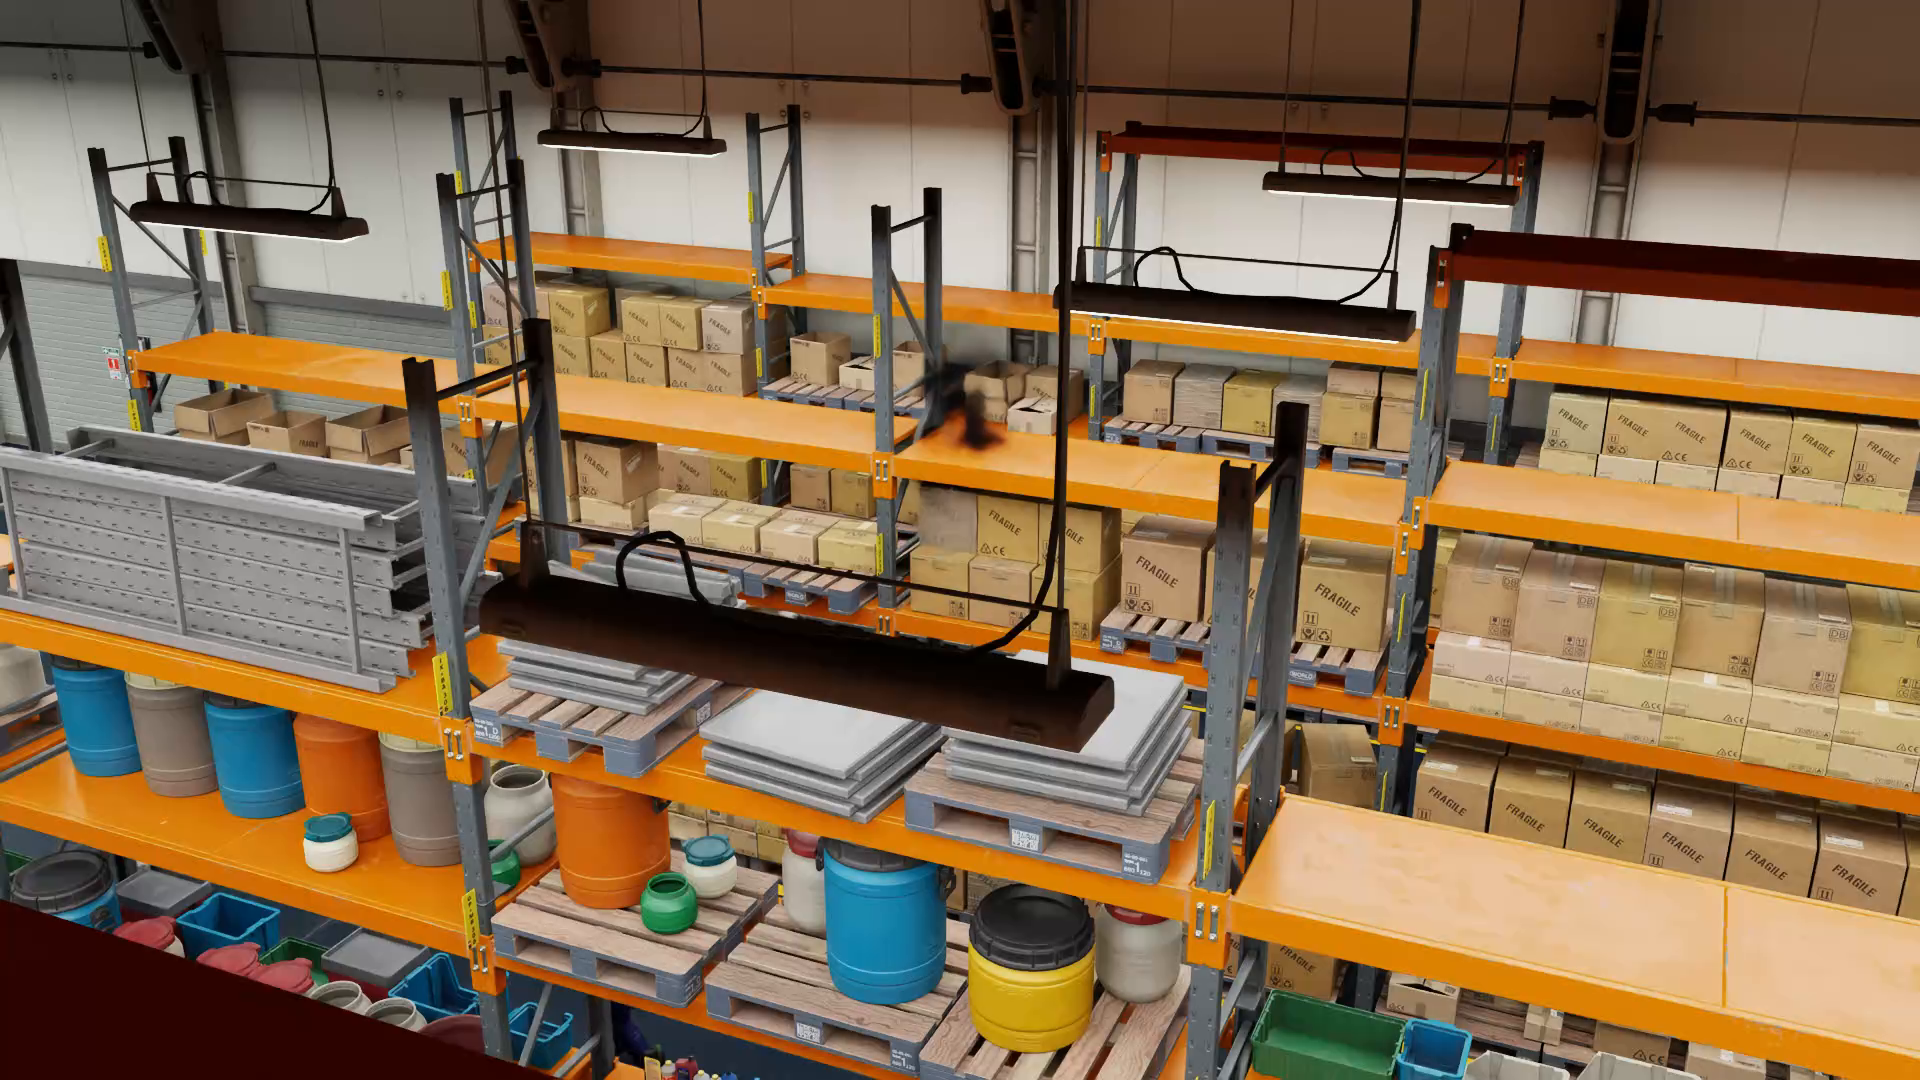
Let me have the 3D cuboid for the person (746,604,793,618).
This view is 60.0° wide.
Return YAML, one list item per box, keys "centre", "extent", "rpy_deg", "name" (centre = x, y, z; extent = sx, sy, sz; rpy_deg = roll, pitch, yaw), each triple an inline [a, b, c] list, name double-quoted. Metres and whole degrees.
- centre: [-1.864, 1.079, 17.306]
  extent: [0.936, 1.835, 0.643]
  rpy_deg: [8, 22, 19]
  name: "person"

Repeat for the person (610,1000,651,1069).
- centre: [-2.487, 3.160, 11.965]
  extent: [0.707, 1.697, 0.576]
  rpy_deg: [6, 21, 15]
  name: "person"

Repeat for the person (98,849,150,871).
- centre: [-6.571, 2.558, 13.427]
  extent: [0.820, 1.752, 0.717]
  rpy_deg: [10, 23, 26]
  name: "person"
